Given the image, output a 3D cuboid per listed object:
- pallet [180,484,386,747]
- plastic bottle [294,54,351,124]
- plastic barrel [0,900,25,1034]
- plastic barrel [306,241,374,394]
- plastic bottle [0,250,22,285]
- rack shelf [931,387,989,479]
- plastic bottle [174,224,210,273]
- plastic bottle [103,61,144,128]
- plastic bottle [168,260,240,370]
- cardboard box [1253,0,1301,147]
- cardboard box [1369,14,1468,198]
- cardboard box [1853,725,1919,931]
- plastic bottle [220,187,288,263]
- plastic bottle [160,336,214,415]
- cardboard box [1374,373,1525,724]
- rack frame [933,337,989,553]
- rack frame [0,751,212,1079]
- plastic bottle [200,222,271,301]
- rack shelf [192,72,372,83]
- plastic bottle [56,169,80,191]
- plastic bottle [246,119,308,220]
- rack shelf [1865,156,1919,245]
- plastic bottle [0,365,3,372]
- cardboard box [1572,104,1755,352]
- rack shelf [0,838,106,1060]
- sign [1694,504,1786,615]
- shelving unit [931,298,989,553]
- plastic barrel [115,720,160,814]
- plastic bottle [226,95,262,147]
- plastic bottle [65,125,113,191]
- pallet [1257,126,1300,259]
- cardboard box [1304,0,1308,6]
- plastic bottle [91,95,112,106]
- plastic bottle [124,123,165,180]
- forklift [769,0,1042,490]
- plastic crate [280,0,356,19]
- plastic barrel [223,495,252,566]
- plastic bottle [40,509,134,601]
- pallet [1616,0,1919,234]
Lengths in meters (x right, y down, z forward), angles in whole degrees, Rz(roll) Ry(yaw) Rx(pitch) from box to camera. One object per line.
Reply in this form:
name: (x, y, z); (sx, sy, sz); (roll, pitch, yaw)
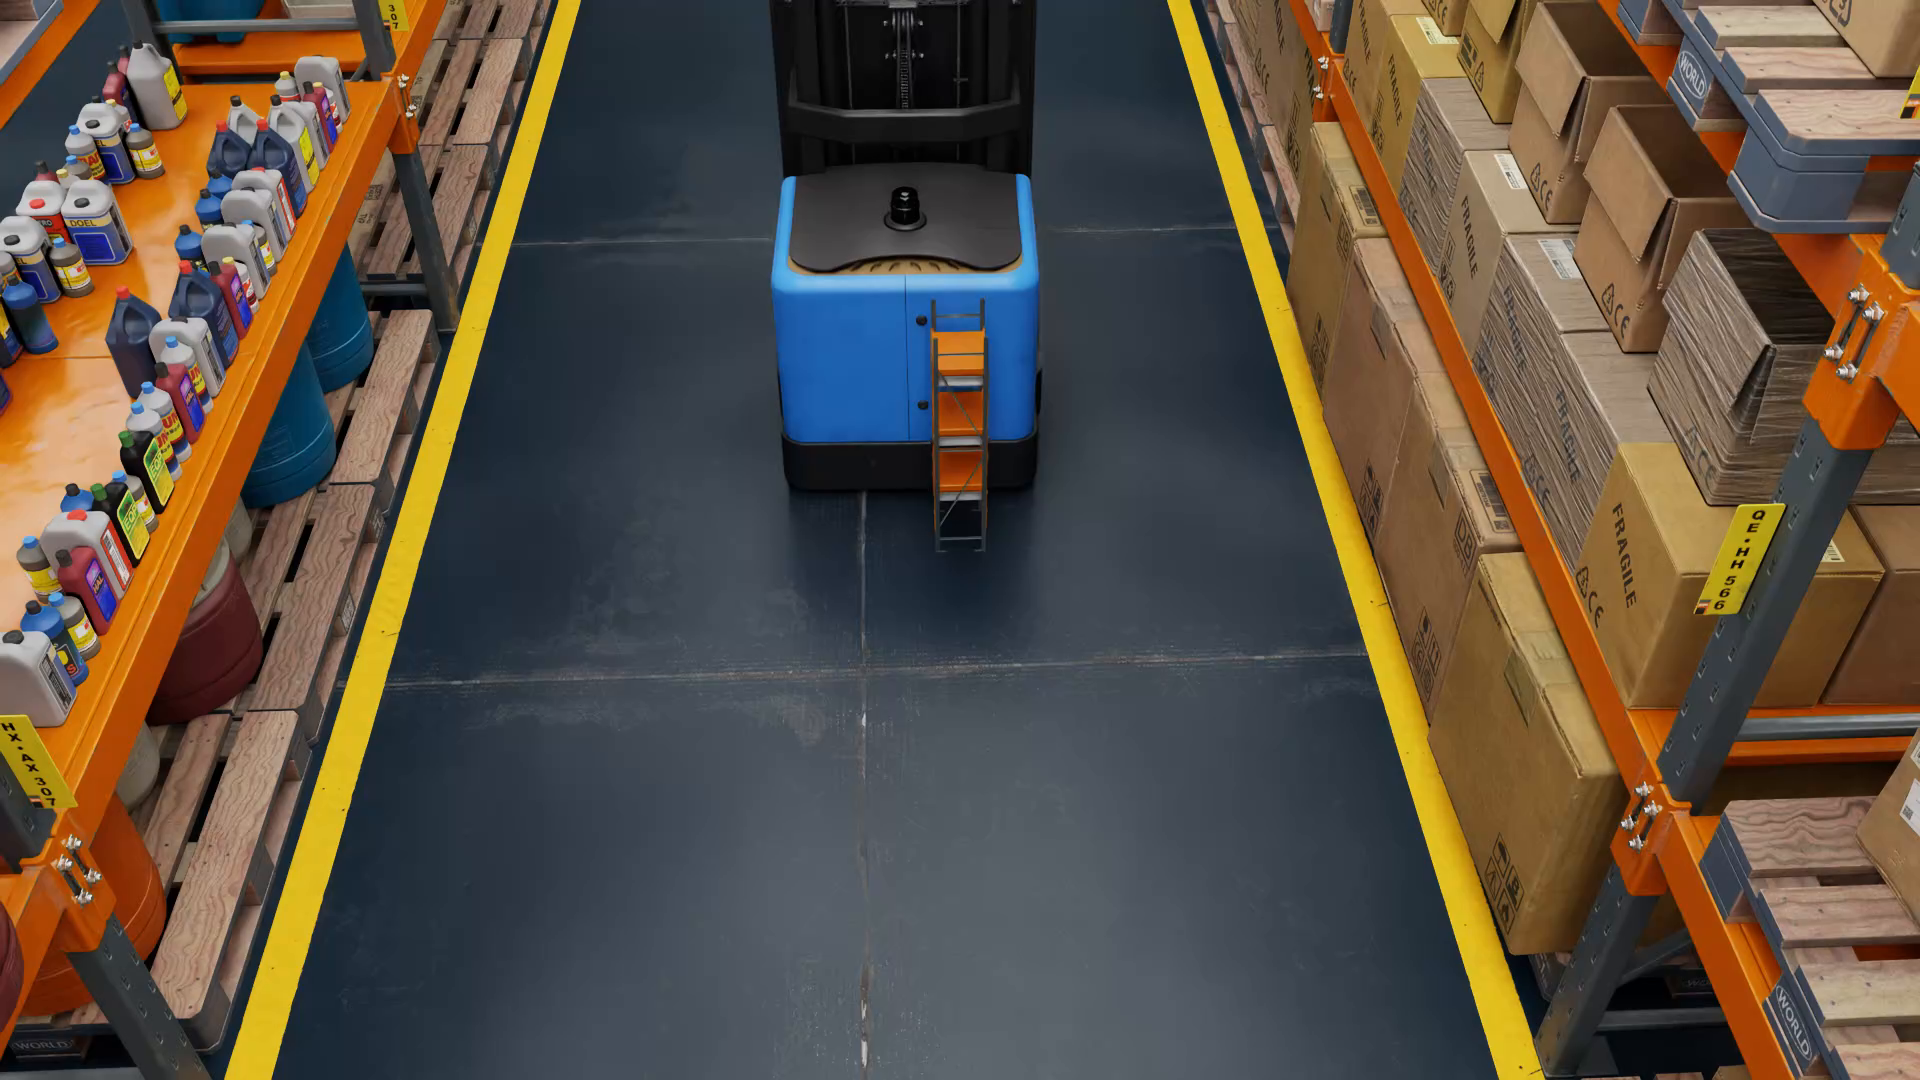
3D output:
pallet: (-2.822, 0.272, 6.297); (1.003, 0.211, 1.213); (-2, 43, -2)
plastic bottle: (-2.528, -1.801, 6.587); (0.152, 0.276, 0.135); (-2, 43, -2)
plastic barrel: (-2.376, 0.851, 3.501); (0.600, 0.536, 0.708); (-2, 43, -2)
plastic barrel: (-2.862, -1.117, 6.991); (0.600, 0.901, 0.708); (-2, 43, -2)
plastic bottle: (-3.202, -0.872, 5.577); (0.097, 0.271, 0.097); (0, 43, 0)
rack shelf: (-0.002, -0.415, 6.442); (0.215, 0.259, 0.240); (-2, 43, -2)
plastic bottle: (-2.600, -0.949, 5.661); (0.097, 0.271, 0.097); (0, 43, 0)
plastic bottle: (-3.273, -1.711, 6.483); (0.061, 0.283, 0.133); (-2, 43, -2)
plastic bottle: (-2.455, -0.731, 5.364); (0.144, 0.351, 0.185); (-2, 43, -2)
cardboard box: (2.094, -2.673, 8.708); (0.875, 0.875, 0.875); (-2, 43, -2)
cardboard box: (1.873, -1.626, 6.230); (0.500, 0.500, 0.500); (-2, 43, -2)
cardboard box: (2.313, 0.626, 3.462); (0.500, 0.500, 0.500); (-6, 43, -7)
plastic bottle: (-2.486, -1.123, 5.848); (0.152, 0.276, 0.135); (-2, 43, -2)
plastic bottle: (-2.420, -0.516, 5.188); (0.097, 0.271, 0.097); (0, 43, 0)
cardboard box: (2.212, 0.014, 5.776); (1.225, 0.875, 0.875); (-2, 43, -2)
rack frame: (0.003, -0.341, 6.345); (0.200, 1.050, 0.008); (-2, 43, -2)
rack frame: (-2.695, 0.596, 3.879); (0.949, 2.616, 0.053); (-2, 43, -2)
plastic bottle: (-2.476, -0.967, 5.677); (0.152, 0.276, 0.135); (-2, 43, -2)
rack shelf: (-2.953, -3.242, 8.493); (0.831, 0.071, 3.687); (-2, 43, -2)
plastic bottle: (-3.228, -1.250, 6.040); (0.097, 0.201, 0.097); (0, 43, 0)
plastic bottle: (-2.494, -1.350, 6.039); (0.144, 0.351, 0.185); (-2, 43, -2)
rack shelf: (2.165, -1.808, 4.671); (0.919, 0.124, 3.809); (-2, 43, -2)
plastic bottle: (-3.143, -0.610, 5.281); (0.061, 0.283, 0.133); (-2, 43, -2)
cardboard box: (2.211, -0.886, 4.681); (0.797, 0.503, 0.637); (-1, 43, -1)
rack shelf: (-2.613, 2.212, 2.649); (1.077, 0.370, 4.000); (-2, 43, -2)
sign: (1.696, 0.046, 3.623); (0.100, 0.325, 0.005); (-2, 43, -2)
shelving unit: (-0.002, -0.423, 6.435); (0.215, 1.050, 0.252); (-2, 43, -2)
plastic barrel: (-2.849, 0.650, 5.351); (0.421, 0.512, 0.421); (0, 43, 0)
plastic bottle: (-2.646, -1.470, 6.171); (0.144, 0.351, 0.185); (-2, 43, -2)
plastic bottle: (-3.236, -1.407, 6.160); (0.097, 0.271, 0.097); (0, 43, 0)
pallet: (2.126, -1.734, 8.485); (1.003, 0.211, 1.213); (-2, 43, -2)
cardboard box: (1.729, -2.524, 7.470); (0.380, 0.149, 0.250); (-1, 43, -1)
plastic bottle: (-3.246, -1.564, 6.331); (0.097, 0.271, 0.097); (0, 43, 0)
plastic bottle: (-3.090, -1.476, 6.288); (0.097, 0.201, 0.097); (0, 43, 0)
forklift: (-0.235, -2.264, 7.050); (1.130, 2.935, 3.031); (-1, 43, -1)
plastic crate: (-2.745, -2.347, 7.241); (0.396, 0.136, 0.243); (-2, 43, -2)
plastic barrel: (-2.897, -0.112, 6.183); (0.421, 0.512, 0.421); (0, 43, 0)
plastic bottle: (-2.413, 0.028, 4.591); (0.152, 0.276, 0.135); (-2, 43, -2)
pallet: (2.170, -1.015, 3.557); (1.213, 0.211, 1.003); (0, 43, 0)
